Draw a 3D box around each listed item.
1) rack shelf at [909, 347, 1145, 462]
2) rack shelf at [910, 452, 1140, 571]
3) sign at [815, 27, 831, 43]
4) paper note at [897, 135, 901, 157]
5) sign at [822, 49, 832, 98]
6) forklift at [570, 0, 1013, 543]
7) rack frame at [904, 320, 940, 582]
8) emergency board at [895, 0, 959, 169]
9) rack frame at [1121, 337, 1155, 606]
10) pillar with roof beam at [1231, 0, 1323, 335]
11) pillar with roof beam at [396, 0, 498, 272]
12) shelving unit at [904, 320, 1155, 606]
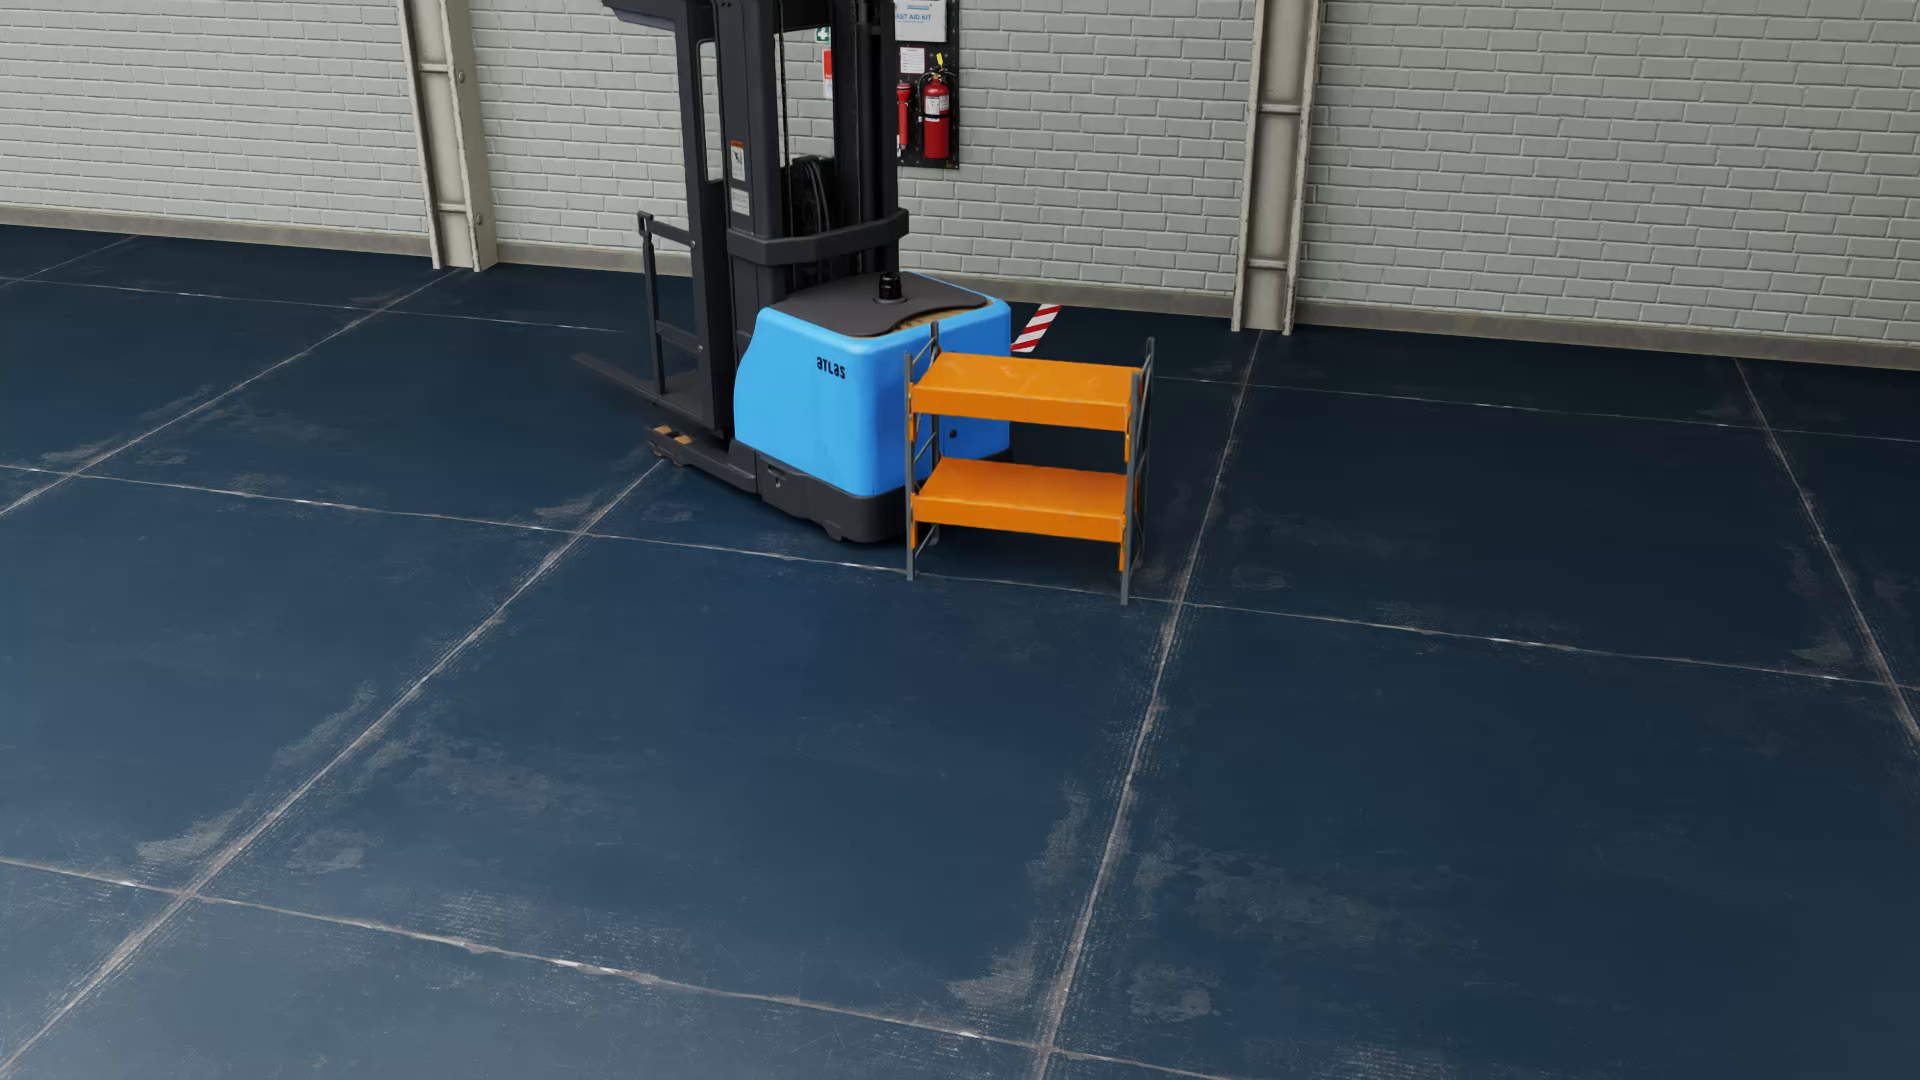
[{"bbox_3d":[0.319,-0.627,7.578,1.000,0.278,0.538,6,26,13],"label":"rack shelf"},{"bbox_3d":[0.319,-0.142,7.809,1.000,0.278,0.538,6,26,13],"label":"rack shelf"},{"bbox_3d":[-0.833,-3.442,11.332,0.331,0.109,0.001,6,26,13],"label":"sign"},{"bbox_3d":[-0.480,-2.739,11.538,0.142,0.148,0.016,6,26,13],"label":"paper note"},{"bbox_3d":[-0.836,-3.207,11.455,0.234,0.329,0.001,6,26,13],"label":"sign"},{"bbox_3d":[-1.095,-1.857,8.741,1.130,2.935,3.031,-22,33,-38],"label":"forklift"},{"bbox_3d":[-0.174,-0.416,7.816,0.032,1.125,0.500,6,26,13],"label":"rack frame"},{"bbox_3d":[-0.326,-3.089,11.248,0.643,1.169,0.194,6,26,13],"label":"emergency board"},{"bbox_3d":[0.812,-0.310,7.592,0.032,1.125,0.500,6,26,13],"label":"rack frame"},{"bbox_3d":[0.986,-3.725,5.605,0.400,9.000,9.100,6,26,13],"label":"pillar with roof beam"},{"bbox_3d":[-4.825,-4.367,6.954,0.400,9.000,9.100,6,26,13],"label":"pillar with roof beam"},{"bbox_3d":[0.319,-0.363,7.704,1.048,1.125,0.538,6,26,13],"label":"shelving unit"}]
